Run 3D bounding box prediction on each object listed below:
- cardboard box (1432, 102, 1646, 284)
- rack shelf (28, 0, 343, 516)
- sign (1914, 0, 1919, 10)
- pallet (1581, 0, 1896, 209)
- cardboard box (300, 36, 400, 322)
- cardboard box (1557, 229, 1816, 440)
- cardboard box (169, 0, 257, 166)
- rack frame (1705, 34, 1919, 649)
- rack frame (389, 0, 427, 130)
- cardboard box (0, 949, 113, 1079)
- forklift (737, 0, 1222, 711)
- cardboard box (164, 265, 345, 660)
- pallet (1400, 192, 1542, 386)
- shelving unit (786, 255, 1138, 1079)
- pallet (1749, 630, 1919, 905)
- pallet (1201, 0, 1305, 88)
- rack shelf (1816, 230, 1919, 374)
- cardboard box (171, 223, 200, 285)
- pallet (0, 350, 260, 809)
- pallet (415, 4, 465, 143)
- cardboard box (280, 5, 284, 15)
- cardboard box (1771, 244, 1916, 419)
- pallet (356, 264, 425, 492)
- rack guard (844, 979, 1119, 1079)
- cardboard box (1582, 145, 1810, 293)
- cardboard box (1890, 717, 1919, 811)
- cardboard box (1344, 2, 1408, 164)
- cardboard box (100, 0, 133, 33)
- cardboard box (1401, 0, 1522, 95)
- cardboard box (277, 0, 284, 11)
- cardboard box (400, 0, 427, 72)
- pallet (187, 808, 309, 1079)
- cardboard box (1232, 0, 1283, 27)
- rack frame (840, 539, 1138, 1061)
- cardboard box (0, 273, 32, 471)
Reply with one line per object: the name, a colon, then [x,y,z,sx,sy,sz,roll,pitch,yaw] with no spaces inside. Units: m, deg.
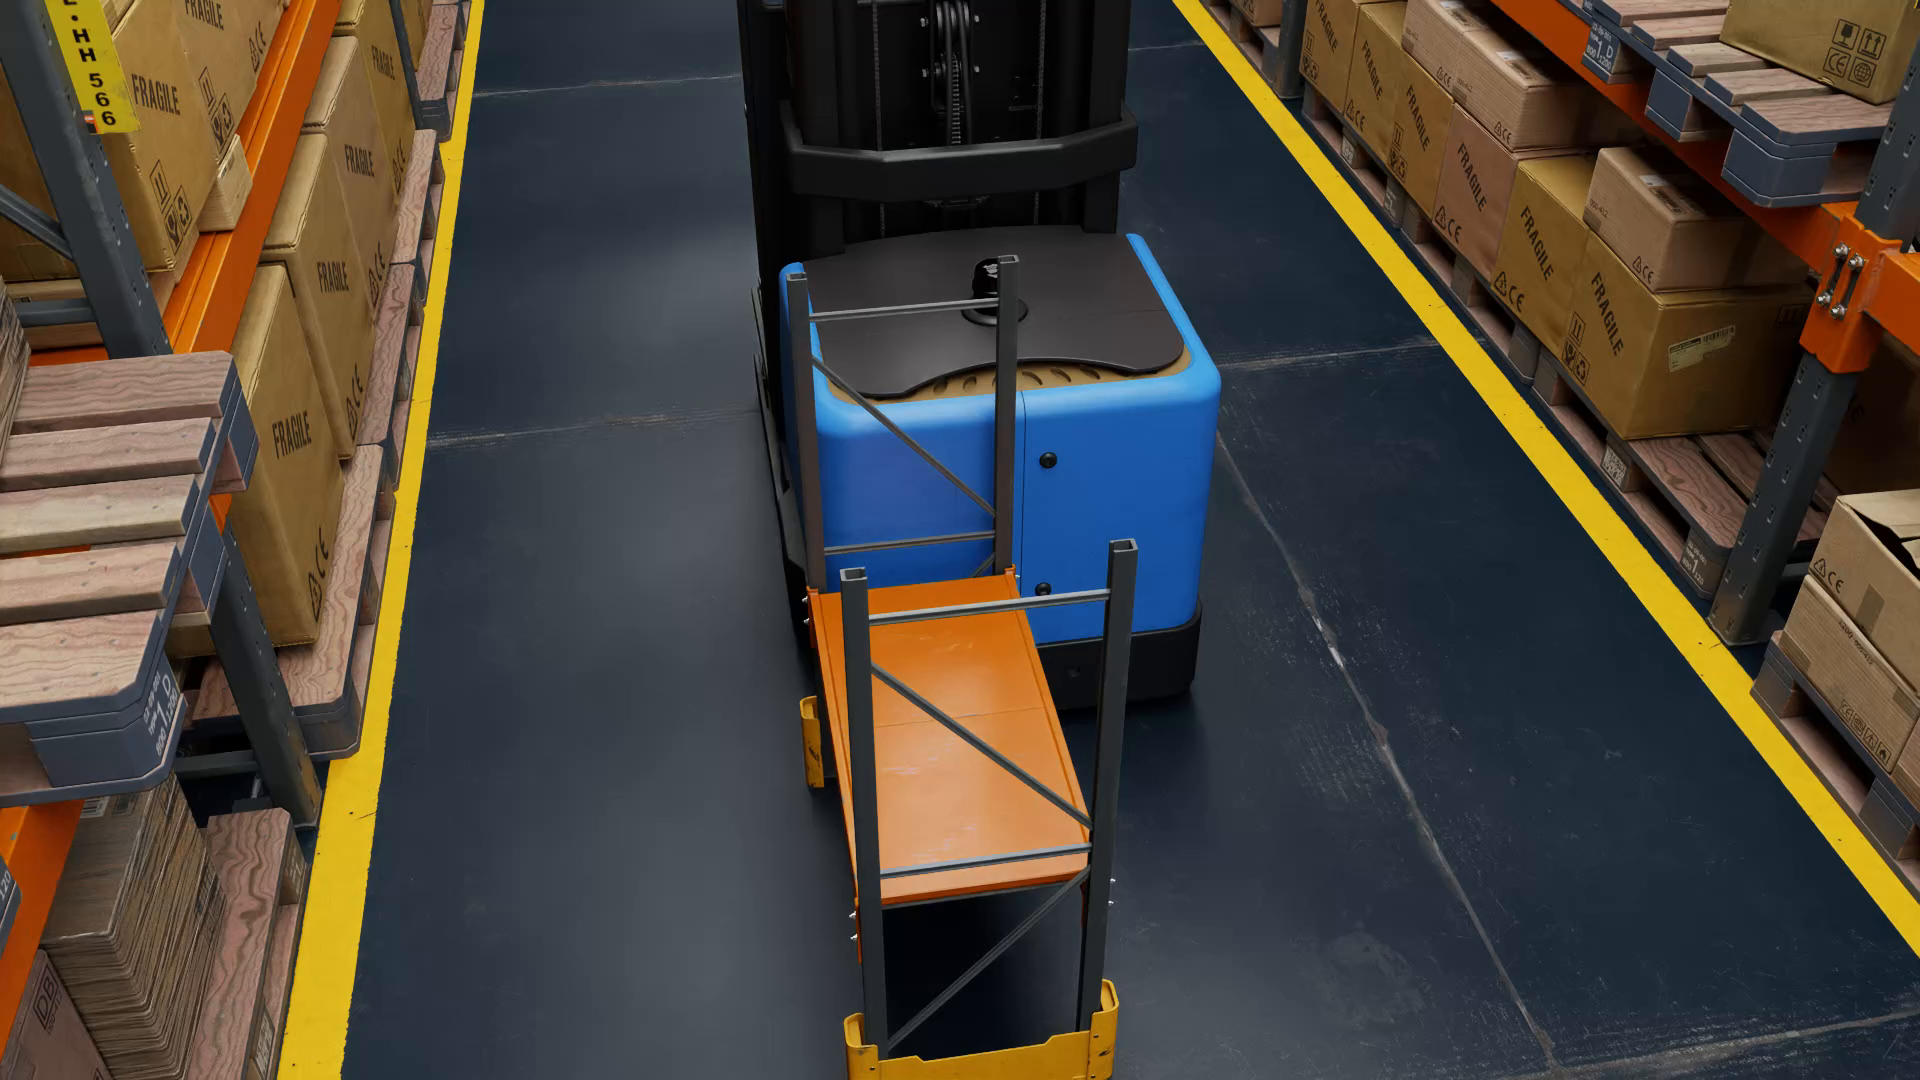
cardboard box: [2.132,-1.313,6.174,0.500,0.500,0.500,-8,38,-10]
rack shelf: [-2.512,-1.347,5.125,1.077,0.370,4.000,-6,38,-8]
sign: [2.183,-1.320,3.625,0.100,0.325,0.005,-6,38,-8]
pallet: [2.527,-1.284,4.614,1.213,0.211,1.003,-6,38,-8]
cardboard box: [-2.462,-1.241,5.812,0.750,0.750,0.750,-5,38,-7]
cardboard box: [2.320,-0.684,5.365,0.500,0.500,0.500,-5,38,-6]
cardboard box: [-2.077,-1.226,4.043,0.500,0.500,0.500,-5,38,-6]
rack frame: [2.715,-0.958,4.038,1.000,3.000,0.127,-6,38,-8]
rack frame: [-2.862,-2.839,6.459,1.000,3.000,0.127,-6,38,-8]
cardboard box: [-2.008,1.143,3.012,0.700,0.500,0.500,-6,38,-8]
forklift: [-0.112,-1.538,4.840,1.130,2.935,3.031,-6,38,-8]
cardboard box: [-2.161,-0.198,4.470,0.750,0.750,0.750,-7,38,-9]
pallet: [2.411,-1.047,6.426,1.003,0.211,1.213,-6,38,-8]
shelving unit: [-0.037,0.312,3.626,0.587,1.500,1.083,-6,38,-8]
pallet: [2.821,0.645,4.248,1.003,0.211,1.213,-6,38,-8]
pallet: [1.894,-2.688,8.538,1.003,0.211,1.213,-6,38,-8]
rack shelf: [3.066,0.534,2.704,1.077,0.370,4.000,-6,38,-8]
cardboard box: [-2.026,-0.709,3.905,0.380,0.149,0.250,-6,38,-7]
pallet: [-1.931,0.072,2.869,1.213,0.211,1.003,-6,38,-8]
pallet: [-2.919,-2.205,7.917,1.003,0.211,1.213,-6,38,-8]
cardboard box: [-2.310,-1.640,5.105,0.380,0.149,0.250,-5,38,-7]
cardboard box: [2.819,-0.766,5.470,0.500,0.500,0.500,-8,38,-10]
pallet: [-2.436,-0.541,5.775,1.003,0.211,1.213,-6,38,-8]
rack guard: [0.047,1.106,3.622,0.587,0.250,0.087,-6,38,-8]
cardboard box: [2.306,-1.014,5.178,0.500,0.250,0.500,-5,38,-6]
cardboard box: [2.607,0.613,3.914,0.500,0.250,0.500,-7,38,-9]
cardboard box: [1.963,-1.921,6.957,0.500,0.500,0.500,-6,38,-7]
cardboard box: [-1.992,-1.203,3.402,0.500,0.250,0.500,-5,38,-7]
cardboard box: [2.034,-1.934,6.363,0.500,0.250,0.500,-6,38,-8]
cardboard box: [-2.262,-1.840,4.833,0.500,0.500,0.500,-5,38,-7]
cardboard box: [-2.893,-2.480,7.693,0.700,0.500,0.500,-6,38,-7]
pallet: [-2.026,1.150,3.597,1.003,0.211,1.213,-6,38,-8]
cardboard box: [1.635,-2.874,8.184,0.500,0.500,0.500,-6,38,-8]
rack frame: [0.050,0.624,3.224,0.500,1.500,0.032,-6,38,-8]
cardboard box: [-2.069,-0.353,2.820,0.700,0.500,0.500,-11,39,-13]
